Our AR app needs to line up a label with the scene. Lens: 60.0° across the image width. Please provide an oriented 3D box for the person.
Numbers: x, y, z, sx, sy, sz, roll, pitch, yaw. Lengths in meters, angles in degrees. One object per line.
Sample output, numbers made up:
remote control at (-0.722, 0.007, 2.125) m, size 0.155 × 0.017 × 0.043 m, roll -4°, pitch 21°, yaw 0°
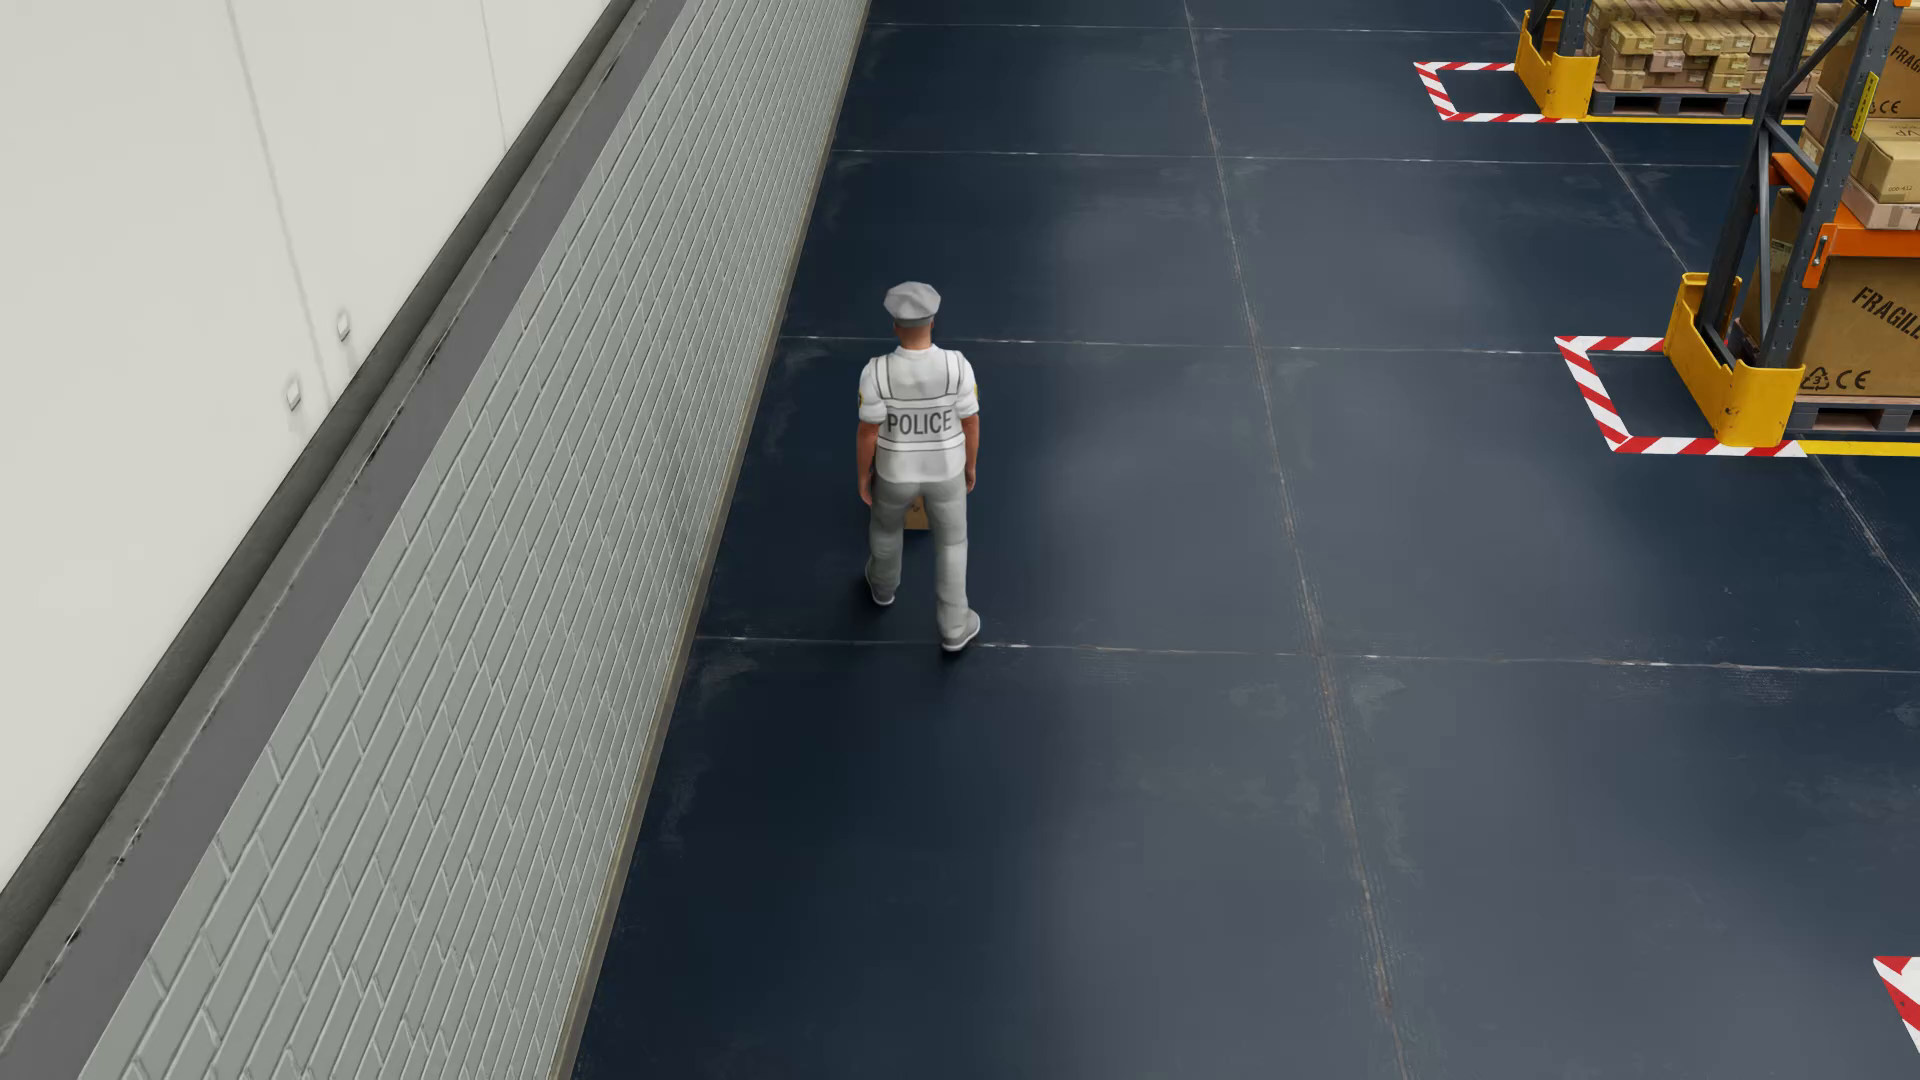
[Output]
person at (-0.194, -0.351, 7.596) m, size 0.559 × 1.742 × 0.780 m, roll -3°, pitch 36°, yaw -4°
